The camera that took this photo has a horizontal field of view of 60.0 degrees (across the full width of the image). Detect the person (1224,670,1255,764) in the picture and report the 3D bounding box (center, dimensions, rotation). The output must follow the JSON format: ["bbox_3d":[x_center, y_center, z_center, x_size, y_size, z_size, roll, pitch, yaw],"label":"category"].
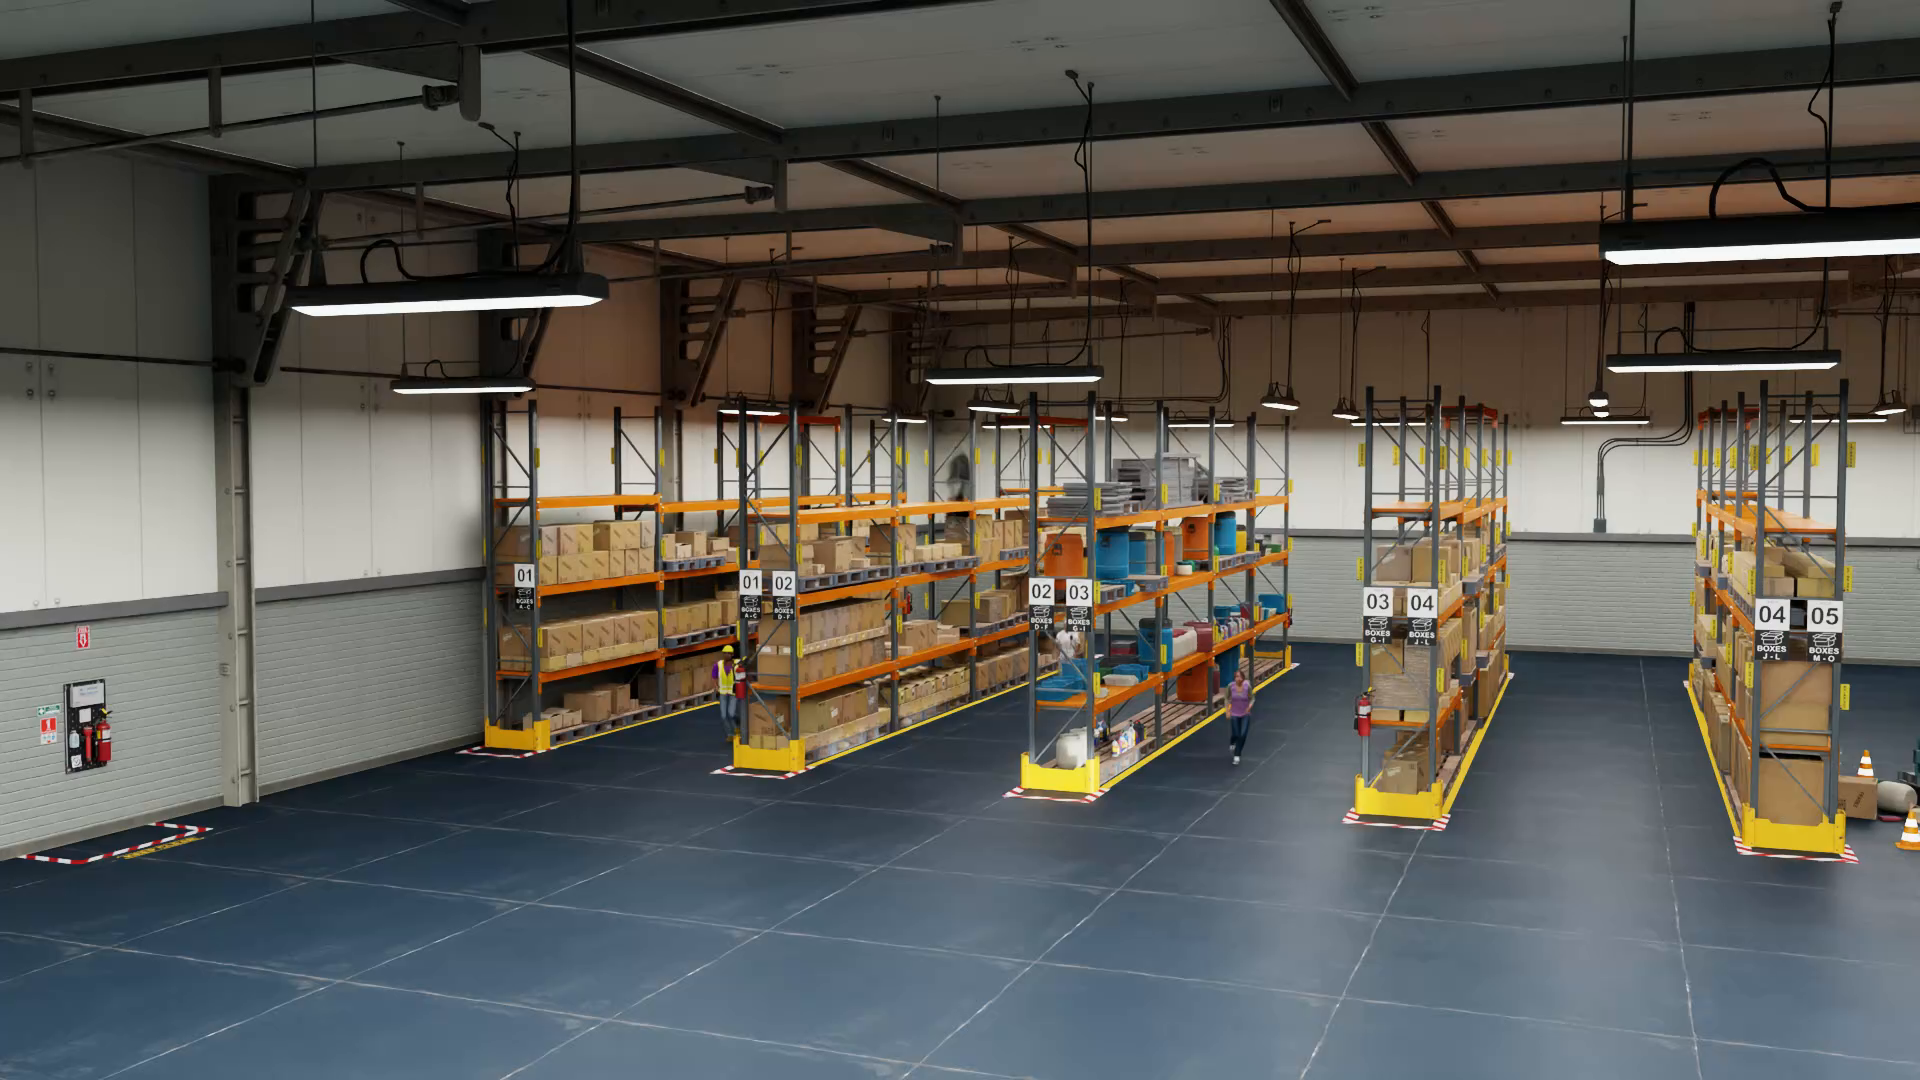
[{"bbox_3d":[4.604,2.890,27.370,0.493,1.543,0.539,0,3,4],"label":"person"}]

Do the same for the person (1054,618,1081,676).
[{"bbox_3d":[2.254,2.457,34.860,0.563,1.650,0.589,1,3,11],"label":"person"}]

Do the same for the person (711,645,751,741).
[{"bbox_3d":[-4.046,2.699,29.183,0.688,1.714,0.639,0,3,6],"label":"person"}]
